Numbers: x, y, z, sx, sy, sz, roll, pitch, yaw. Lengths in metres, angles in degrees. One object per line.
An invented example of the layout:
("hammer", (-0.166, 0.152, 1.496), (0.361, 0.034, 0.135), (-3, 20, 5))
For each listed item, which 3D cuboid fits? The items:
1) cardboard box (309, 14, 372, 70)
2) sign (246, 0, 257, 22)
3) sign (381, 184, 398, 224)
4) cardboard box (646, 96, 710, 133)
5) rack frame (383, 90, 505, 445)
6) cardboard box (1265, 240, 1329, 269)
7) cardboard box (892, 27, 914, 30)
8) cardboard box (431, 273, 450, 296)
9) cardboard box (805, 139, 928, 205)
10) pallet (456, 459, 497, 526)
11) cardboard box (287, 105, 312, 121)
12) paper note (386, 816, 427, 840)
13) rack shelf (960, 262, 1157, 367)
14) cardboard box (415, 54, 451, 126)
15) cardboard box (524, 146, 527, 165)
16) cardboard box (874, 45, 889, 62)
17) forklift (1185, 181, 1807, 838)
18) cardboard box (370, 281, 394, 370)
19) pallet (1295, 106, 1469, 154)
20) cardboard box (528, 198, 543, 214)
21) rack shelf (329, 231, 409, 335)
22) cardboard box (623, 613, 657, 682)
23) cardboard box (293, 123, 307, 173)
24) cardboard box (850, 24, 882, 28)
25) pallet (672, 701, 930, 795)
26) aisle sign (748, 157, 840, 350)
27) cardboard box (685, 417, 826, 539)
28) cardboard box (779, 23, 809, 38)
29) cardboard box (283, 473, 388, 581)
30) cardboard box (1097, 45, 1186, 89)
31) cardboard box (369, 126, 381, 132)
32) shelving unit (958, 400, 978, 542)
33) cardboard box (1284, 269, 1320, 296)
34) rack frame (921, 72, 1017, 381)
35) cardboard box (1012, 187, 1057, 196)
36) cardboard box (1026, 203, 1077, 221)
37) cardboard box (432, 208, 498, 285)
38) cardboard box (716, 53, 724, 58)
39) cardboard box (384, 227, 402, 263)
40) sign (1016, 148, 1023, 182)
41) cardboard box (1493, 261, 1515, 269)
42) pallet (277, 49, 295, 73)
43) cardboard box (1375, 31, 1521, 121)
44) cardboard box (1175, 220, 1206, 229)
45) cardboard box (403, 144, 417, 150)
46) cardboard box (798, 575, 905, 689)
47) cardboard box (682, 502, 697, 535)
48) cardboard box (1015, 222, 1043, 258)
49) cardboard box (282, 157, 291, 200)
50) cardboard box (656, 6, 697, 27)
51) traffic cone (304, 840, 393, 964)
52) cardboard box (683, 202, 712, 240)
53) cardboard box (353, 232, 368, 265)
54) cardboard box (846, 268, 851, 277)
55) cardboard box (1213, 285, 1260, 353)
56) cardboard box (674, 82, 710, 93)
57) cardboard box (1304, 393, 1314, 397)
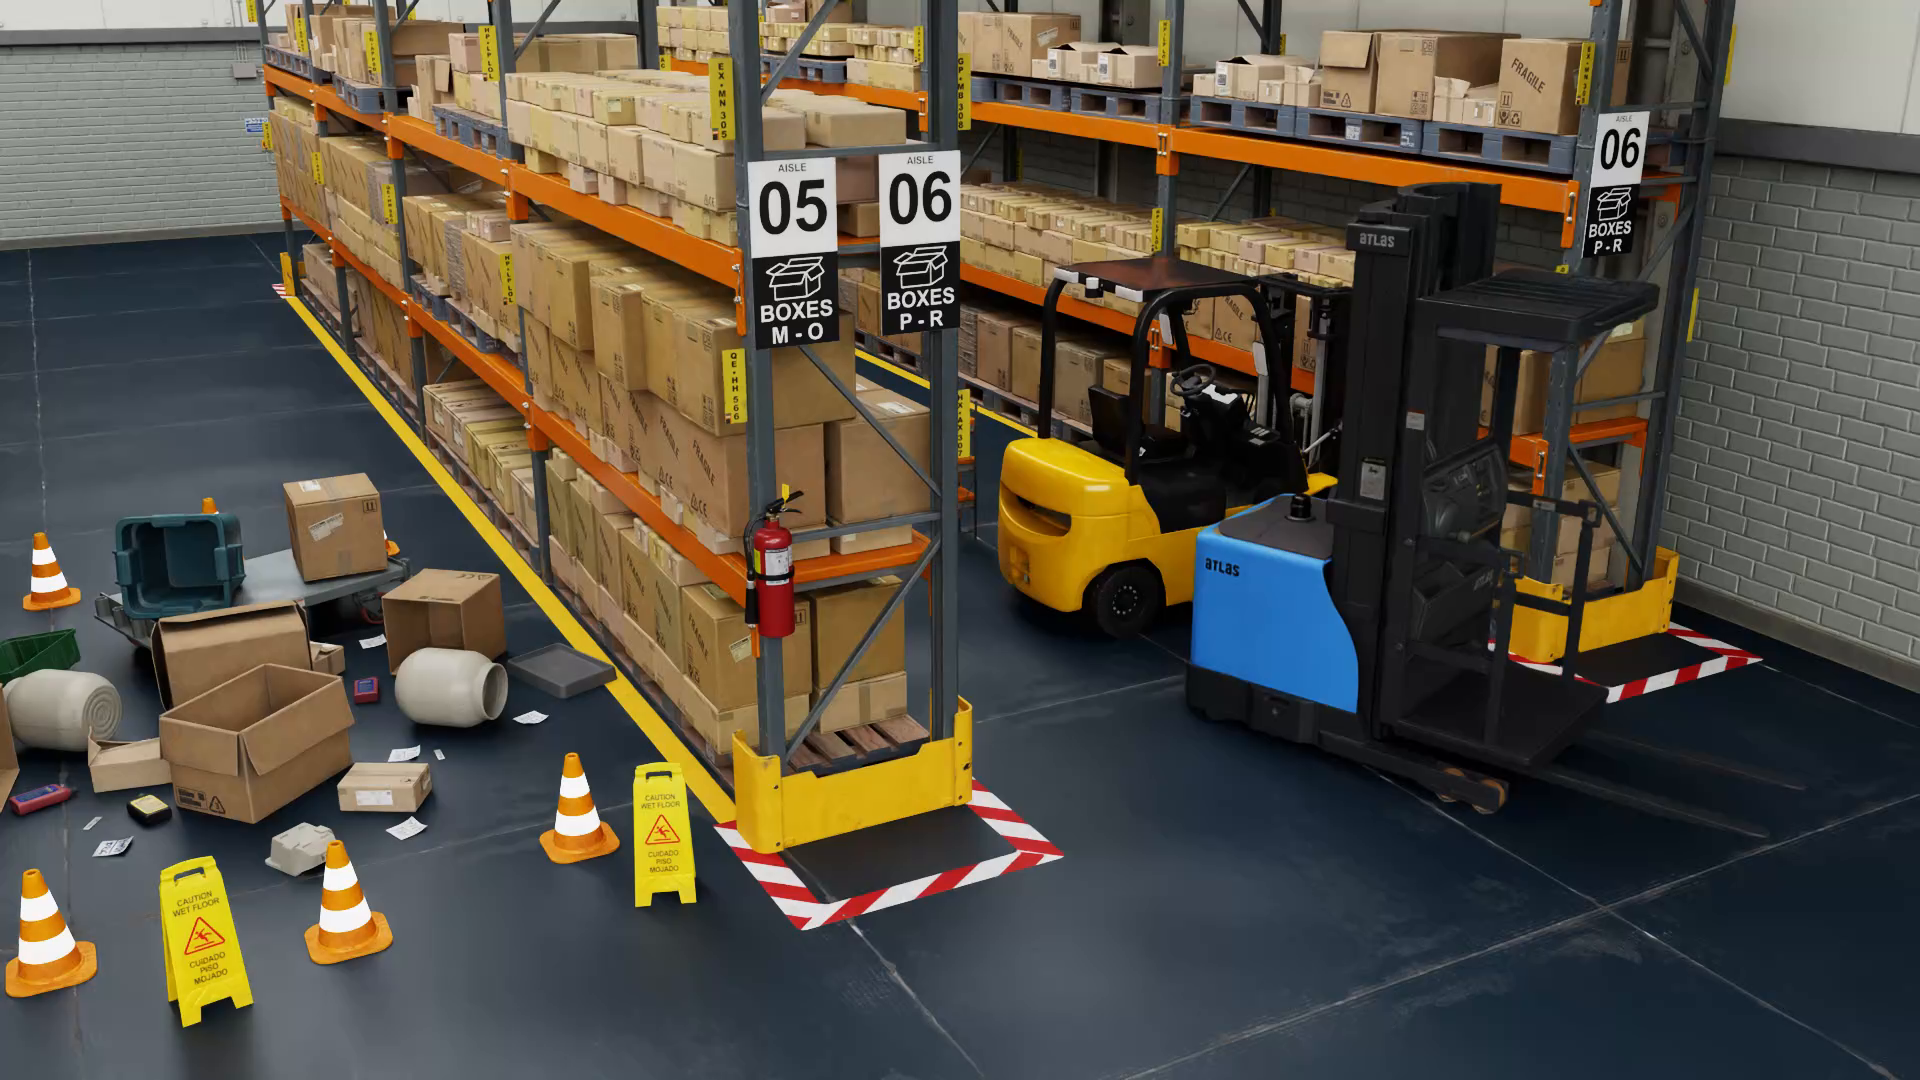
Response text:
("cardboard box", (-6.011, -4.858, 16.217), (0.500, 0.500, 0.500), (-10, 22, -28))
("sign", (-8.565, -6.425, 20.093), (0.100, 0.325, 0.005), (-10, 21, -27))
("sign", (-4.762, -2.805, 13.886), (0.100, 0.325, 0.005), (-10, 21, -27))
("cardboard box", (-1.307, -2.078, 8.119), (0.380, 0.149, 0.250), (-10, 21, -27))
("rack frame", (-4.275, -2.344, 14.327), (1.000, 3.000, 0.127), (-10, 21, -27))
("cardboard box", (2.393, -2.030, 11.812), (0.380, 0.149, 0.250), (-10, 22, -28))
("cardboard box", (-0.494, -5.293, 17.437), (0.380, 0.149, 0.250), (-10, 21, -27))
("cardboard box", (-3.978, -2.048, 13.209), (0.380, 0.149, 0.250), (-10, 21, -26))
("cardboard box", (-0.480, -1.721, 7.696), (0.500, 0.250, 0.500), (-10, 22, -28))
("pallet", (-3.330, -0.452, 13.117), (1.003, 0.211, 1.213), (-10, 21, -27))
("cardboard box", (-7.449, -4.871, 18.968), (0.380, 0.149, 0.250), (-11, 22, -28))
("paper note", (-2.677, 1.393, 8.049), (0.142, 0.019, 0.148), (16, 25, 39))
("rack shelf", (1.042, -2.200, 15.012), (1.077, 0.370, 4.000), (-10, 21, -27))
("cardboard box", (-3.833, -3.536, 13.028), (0.700, 0.500, 0.500), (-10, 21, -27))
("cardboard box", (-2.444, -2.367, 10.178), (0.380, 0.149, 0.250), (-10, 22, -27))
("cardboard box", (-0.653, -4.936, 16.857), (0.380, 0.149, 0.250), (-10, 21, -27))
("forklift", (2.714, -0.228, 8.298), (3.031, 2.935, 1.130), (15, 24, 38))
("cardboard box", (-5.374, -2.263, 16.705), (0.875, 0.875, 0.875), (-9, 21, -25))
("pallet", (2.994, -2.752, 11.044), (1.003, 0.211, 1.213), (-10, 21, -27))
("cardboard box", (-3.250, -2.611, 12.853), (0.380, 0.149, 0.250), (-11, 22, -29))
("rack shelf", (-5.224, -2.578, 16.108), (1.077, 0.370, 4.000), (-10, 21, -27))
("cardboard box", (-1.589, 0.564, 9.471), (0.500, 0.250, 0.500), (-11, 22, -29))
("cardboard box", (-7.125, -4.397, 18.589), (0.500, 0.500, 0.500), (-10, 21, -26))
("cardboard box", (-0.994, -5.501, 18.009), (0.380, 0.149, 0.250), (-10, 21, -26))
("pallet", (-0.867, 1.010, 8.881), (1.003, 0.211, 1.213), (-10, 21, -27))
("aisle sign", (-0.702, -1.214, 7.066), (0.394, 0.787, 0.004), (-10, 21, -27))
("cardboard box", (-0.976, -0.349, 7.935), (0.500, 0.500, 0.500), (-10, 22, -28))
("cardboard box", (-1.779, -5.650, 18.439), (0.380, 0.149, 0.250), (-10, 22, -28))
("cardboard box", (-3.928, -0.088, 10.460), (0.500, 0.500, 0.500), (-10, 21, -27))
("cardboard box", (1.433, -3.758, 13.164), (0.500, 0.311, 0.500), (-11, 22, -28))
("cardboard box", (-6.096, -4.450, 17.749), (0.380, 0.149, 0.250), (-10, 22, -27))
("shelving unit", (-0.025, -0.512, 12.005), (0.215, 1.050, 0.252), (-10, 21, -27))
("cardboard box", (2.494, -1.816, 11.647), (0.380, 0.149, 0.250), (-11, 22, -28))
("rack frame", (0.092, -3.114, 16.558), (1.000, 3.000, 0.127), (-10, 21, -27))
("cardboard box", (0.716, -3.265, 15.846), (0.380, 0.149, 0.250), (-10, 21, -27))
("cardboard box", (0.815, -2.903, 14.797), (0.380, 0.149, 0.250), (-10, 21, -27))
("cardboard box", (-3.753, -2.266, 12.846), (0.500, 0.500, 0.500), (-10, 21, -26))
("cardboard box", (-2.811, -5.992, 20.685), (0.380, 0.149, 0.250), (-10, 21, -26))
("cardboard box", (-4.728, -2.610, 14.559), (0.500, 0.250, 0.500), (-10, 21, -27))
("sign", (0.579, -3.749, 16.621), (0.100, 0.325, 0.005), (-10, 21, -27))
("cardboard box", (3.435, -1.741, 10.974), (0.380, 0.149, 0.250), (-9, 21, -25))
("pallet", (-7.129, -5.455, 18.879), (1.003, 0.211, 1.213), (-10, 21, -27))
("cardboard box", (3.068, -2.928, 10.468), (0.700, 0.500, 0.500), (-10, 21, -26))
("cardboard box", (1.932, -2.539, 13.744), (0.380, 0.149, 0.250), (-11, 22, -28))
("cardboard box", (-5.265, -3.627, 16.359), (0.500, 0.500, 0.500), (-9, 21, -25))
("cardboard box", (-0.627, 0.418, 8.744), (0.500, 0.500, 0.500), (-11, 22, -28))
("cardboard box", (-1.163, -0.136, 8.311), (0.380, 0.149, 0.250), (-10, 22, -28))
("cardboard box", (0.822, -2.675, 14.748), (0.500, 0.250, 0.500), (-10, 21, -26))
("cardboard box", (-7.834, -4.365, 20.030), (0.500, 0.500, 0.500), (-10, 22, -27))
("cardboard box", (-3.717, -6.969, 22.137), (0.500, 0.250, 0.500), (-10, 22, -27))
("traffic cone", (-2.631, 1.497, 7.083), (0.336, 0.463, 0.334), (-10, 21, -27))
("cardboard box", (-1.038, -1.473, 7.587), (0.380, 0.149, 0.250), (-10, 21, -26))
("cardboard box", (-5.492, -2.812, 15.911), (0.500, 0.250, 0.500), (-10, 22, -28))
("cardboard box", (-1.042, -3.004, 18.432), (0.380, 0.149, 0.250), (-10, 21, -26))
("cardboard box", (2.234, -1.699, 12.302), (0.500, 0.500, 0.500), (-10, 21, -26))
("cardboard box", (-1.357, -2.453, 9.206), (0.380, 0.149, 0.250), (-10, 21, -26))
("cardboard box", (2.877, -0.936, 12.283), (0.500, 0.250, 0.500), (-10, 21, -26))
